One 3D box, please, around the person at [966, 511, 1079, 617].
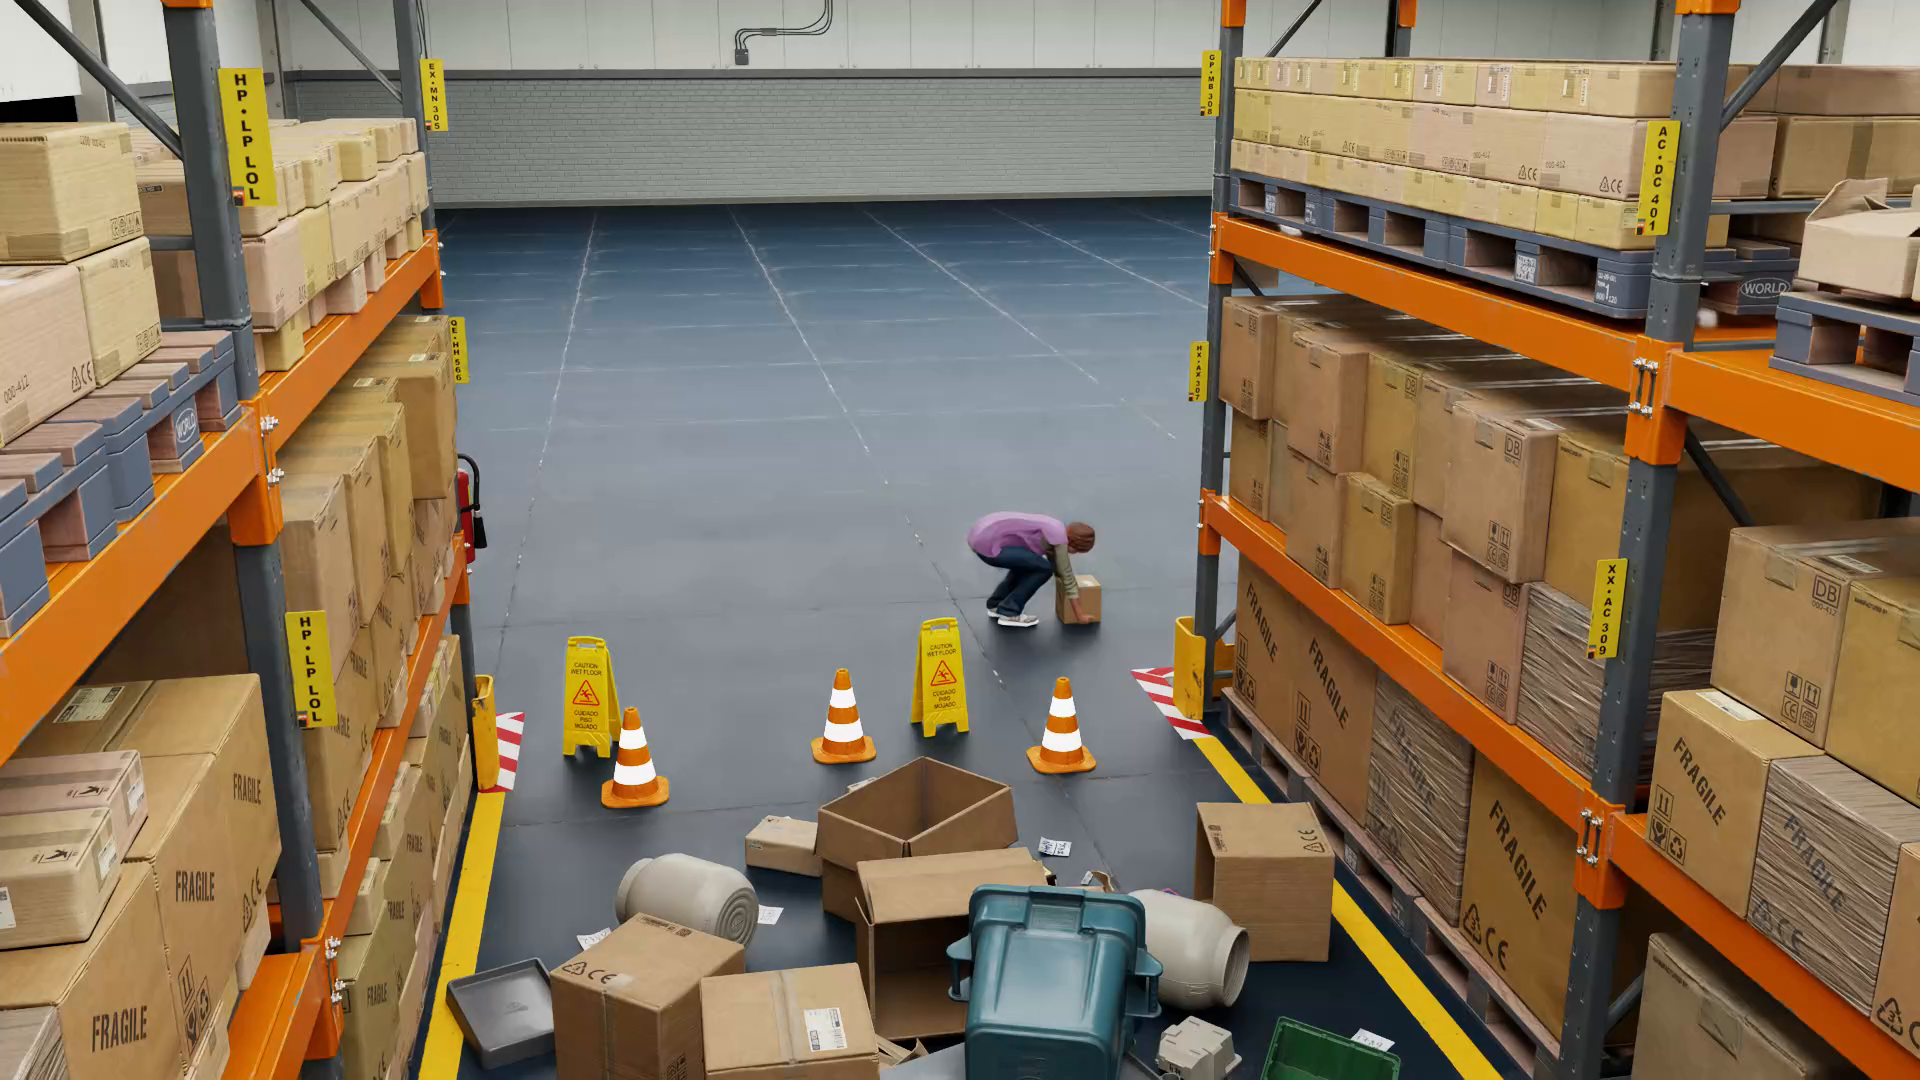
[{"bbox_3d":[0.402,0.141,10.943,0.732,0.674,0.425,-4,17,-12],"label":"person"}]
